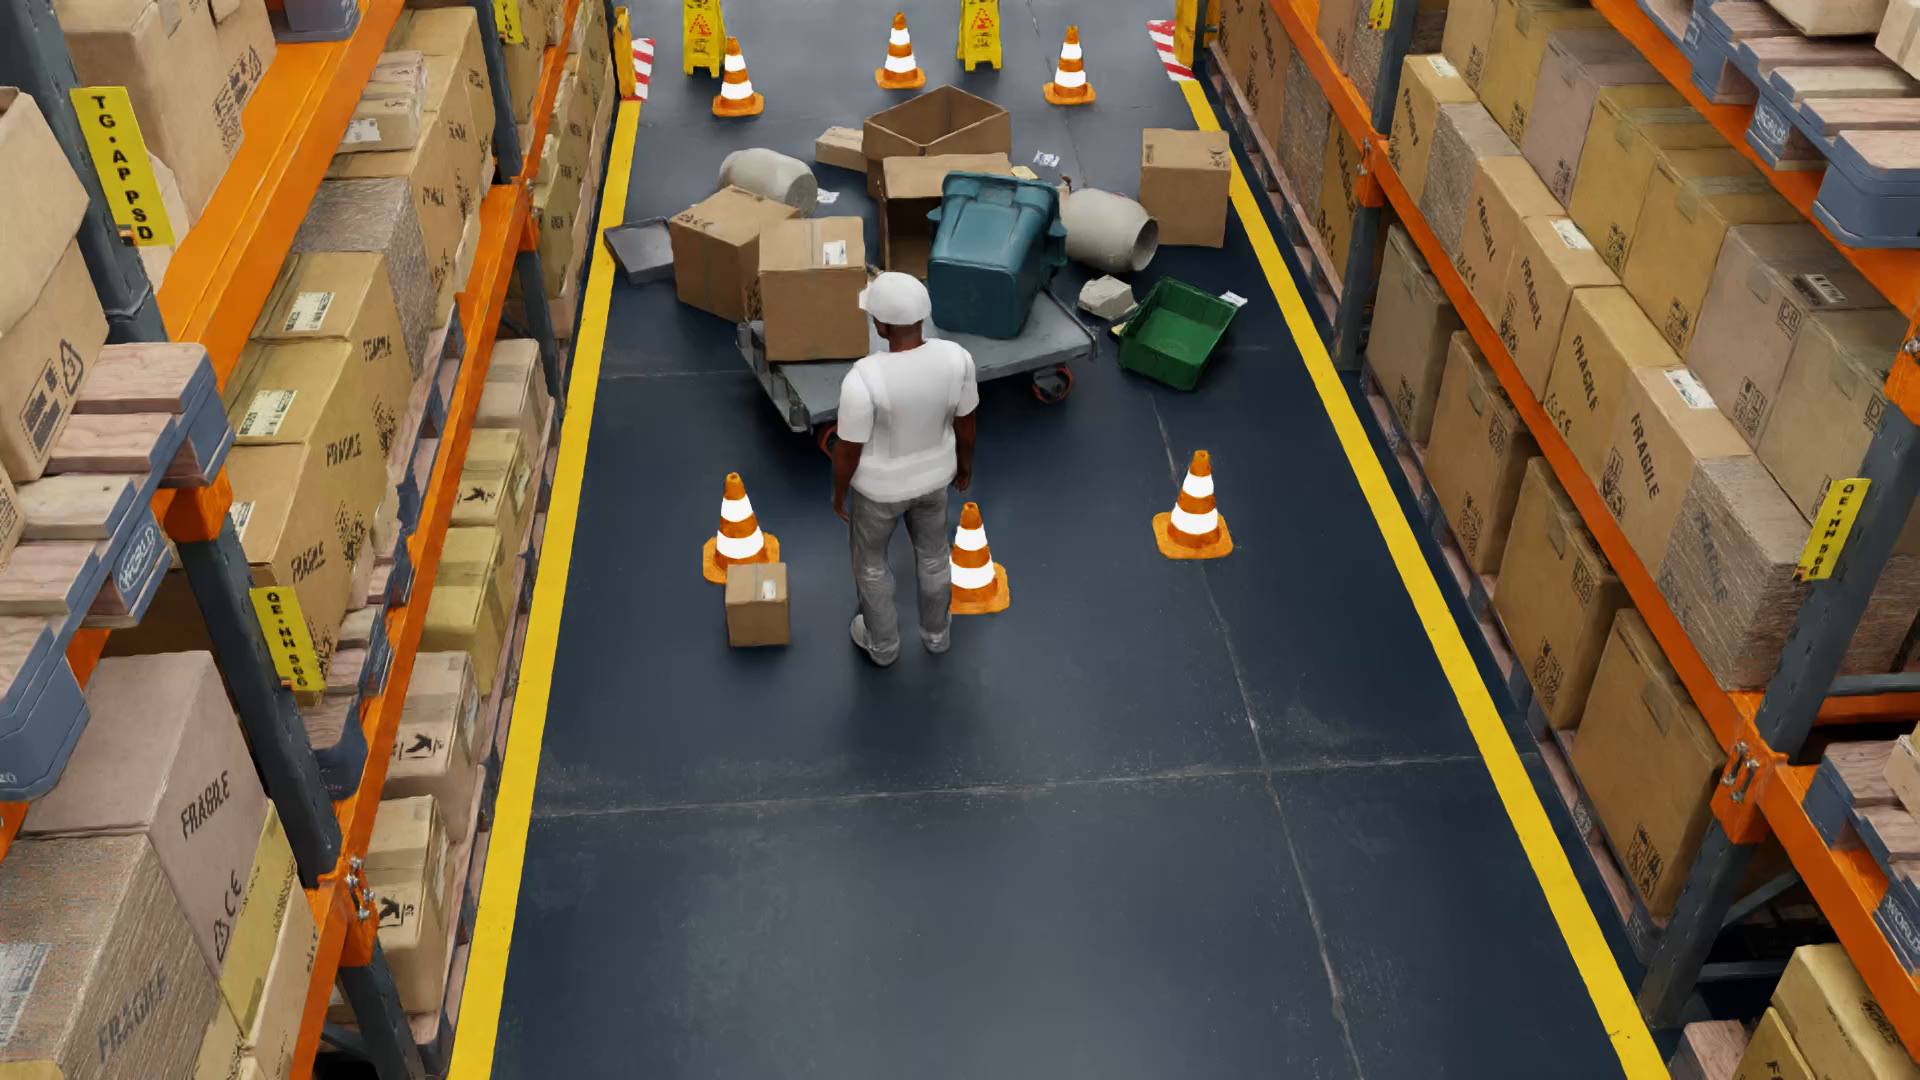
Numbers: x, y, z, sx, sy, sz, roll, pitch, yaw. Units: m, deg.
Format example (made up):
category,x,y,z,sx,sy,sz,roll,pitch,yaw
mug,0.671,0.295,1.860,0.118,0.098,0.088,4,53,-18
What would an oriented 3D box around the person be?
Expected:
category,x,y,z,sx,sy,sz,roll,pitch,yaw
person,-0.226,-0.258,6.433,0.591,1.772,0.386,-18,42,-21
